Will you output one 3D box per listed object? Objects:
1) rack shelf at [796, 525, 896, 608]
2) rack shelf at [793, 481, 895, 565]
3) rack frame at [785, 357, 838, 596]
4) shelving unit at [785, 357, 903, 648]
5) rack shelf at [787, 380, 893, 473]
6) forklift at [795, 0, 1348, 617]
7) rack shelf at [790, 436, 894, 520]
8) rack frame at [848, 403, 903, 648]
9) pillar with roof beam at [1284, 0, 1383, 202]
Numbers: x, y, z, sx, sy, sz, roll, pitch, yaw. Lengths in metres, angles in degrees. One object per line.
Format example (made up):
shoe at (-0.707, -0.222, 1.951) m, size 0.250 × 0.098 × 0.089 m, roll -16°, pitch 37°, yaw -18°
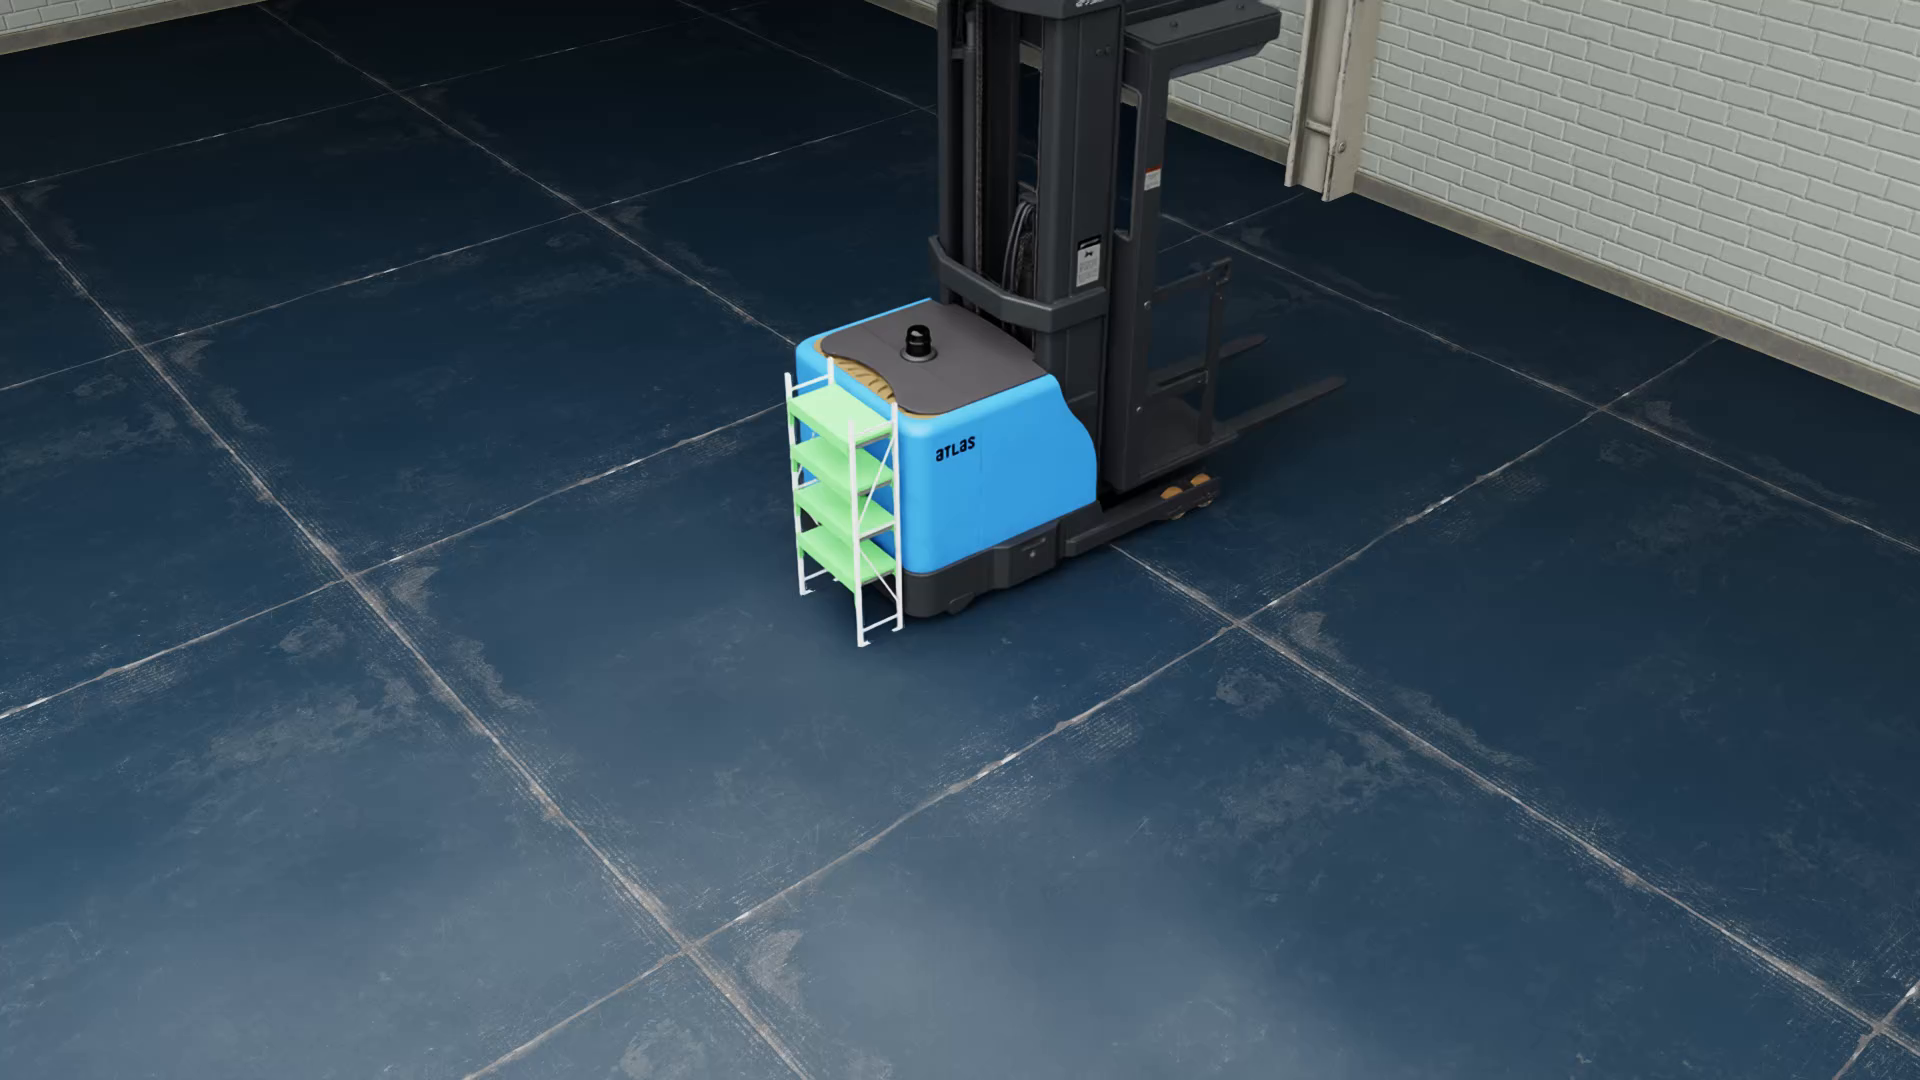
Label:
rack shelf at (-0.511, 0.092, 7.608) m, size 0.258 × 0.148 × 0.480 m, roll -24°, pitch 42°, yaw -29°
rack shelf at (-0.511, -0.104, 7.470) m, size 0.258 × 0.148 × 0.480 m, roll -24°, pitch 42°, yaw -29°
rack frame at (-0.658, -0.269, 7.592) m, size 0.240 × 1.200 × 0.015 m, roll -24°, pitch 42°, yaw -29°
shelving unit at (-0.511, -0.156, 7.433) m, size 0.258 × 1.200 × 0.503 m, roll -24°, pitch 42°, yaw -29°
rack shelf at (-0.511, -0.496, 7.192) m, size 0.258 × 0.148 × 0.480 m, roll -24°, pitch 42°, yaw -29°
forklift at (0.709, -1.522, 7.863) m, size 3.031 × 2.935 × 1.130 m, roll -23°, pitch 41°, yaw -29°
rack shelf at (-0.511, -0.300, 7.331) m, size 0.258 × 0.148 × 0.480 m, roll -24°, pitch 42°, yaw -29°
rack frame at (-0.364, -0.044, 7.274) m, size 0.240 × 1.200 × 0.015 m, roll -24°, pitch 42°, yaw -29°
pillar with roof beam at (-0.744, -4.562, 6.906) m, size 9.100 × 9.000 × 0.400 m, roll -26°, pitch 43°, yaw -32°
